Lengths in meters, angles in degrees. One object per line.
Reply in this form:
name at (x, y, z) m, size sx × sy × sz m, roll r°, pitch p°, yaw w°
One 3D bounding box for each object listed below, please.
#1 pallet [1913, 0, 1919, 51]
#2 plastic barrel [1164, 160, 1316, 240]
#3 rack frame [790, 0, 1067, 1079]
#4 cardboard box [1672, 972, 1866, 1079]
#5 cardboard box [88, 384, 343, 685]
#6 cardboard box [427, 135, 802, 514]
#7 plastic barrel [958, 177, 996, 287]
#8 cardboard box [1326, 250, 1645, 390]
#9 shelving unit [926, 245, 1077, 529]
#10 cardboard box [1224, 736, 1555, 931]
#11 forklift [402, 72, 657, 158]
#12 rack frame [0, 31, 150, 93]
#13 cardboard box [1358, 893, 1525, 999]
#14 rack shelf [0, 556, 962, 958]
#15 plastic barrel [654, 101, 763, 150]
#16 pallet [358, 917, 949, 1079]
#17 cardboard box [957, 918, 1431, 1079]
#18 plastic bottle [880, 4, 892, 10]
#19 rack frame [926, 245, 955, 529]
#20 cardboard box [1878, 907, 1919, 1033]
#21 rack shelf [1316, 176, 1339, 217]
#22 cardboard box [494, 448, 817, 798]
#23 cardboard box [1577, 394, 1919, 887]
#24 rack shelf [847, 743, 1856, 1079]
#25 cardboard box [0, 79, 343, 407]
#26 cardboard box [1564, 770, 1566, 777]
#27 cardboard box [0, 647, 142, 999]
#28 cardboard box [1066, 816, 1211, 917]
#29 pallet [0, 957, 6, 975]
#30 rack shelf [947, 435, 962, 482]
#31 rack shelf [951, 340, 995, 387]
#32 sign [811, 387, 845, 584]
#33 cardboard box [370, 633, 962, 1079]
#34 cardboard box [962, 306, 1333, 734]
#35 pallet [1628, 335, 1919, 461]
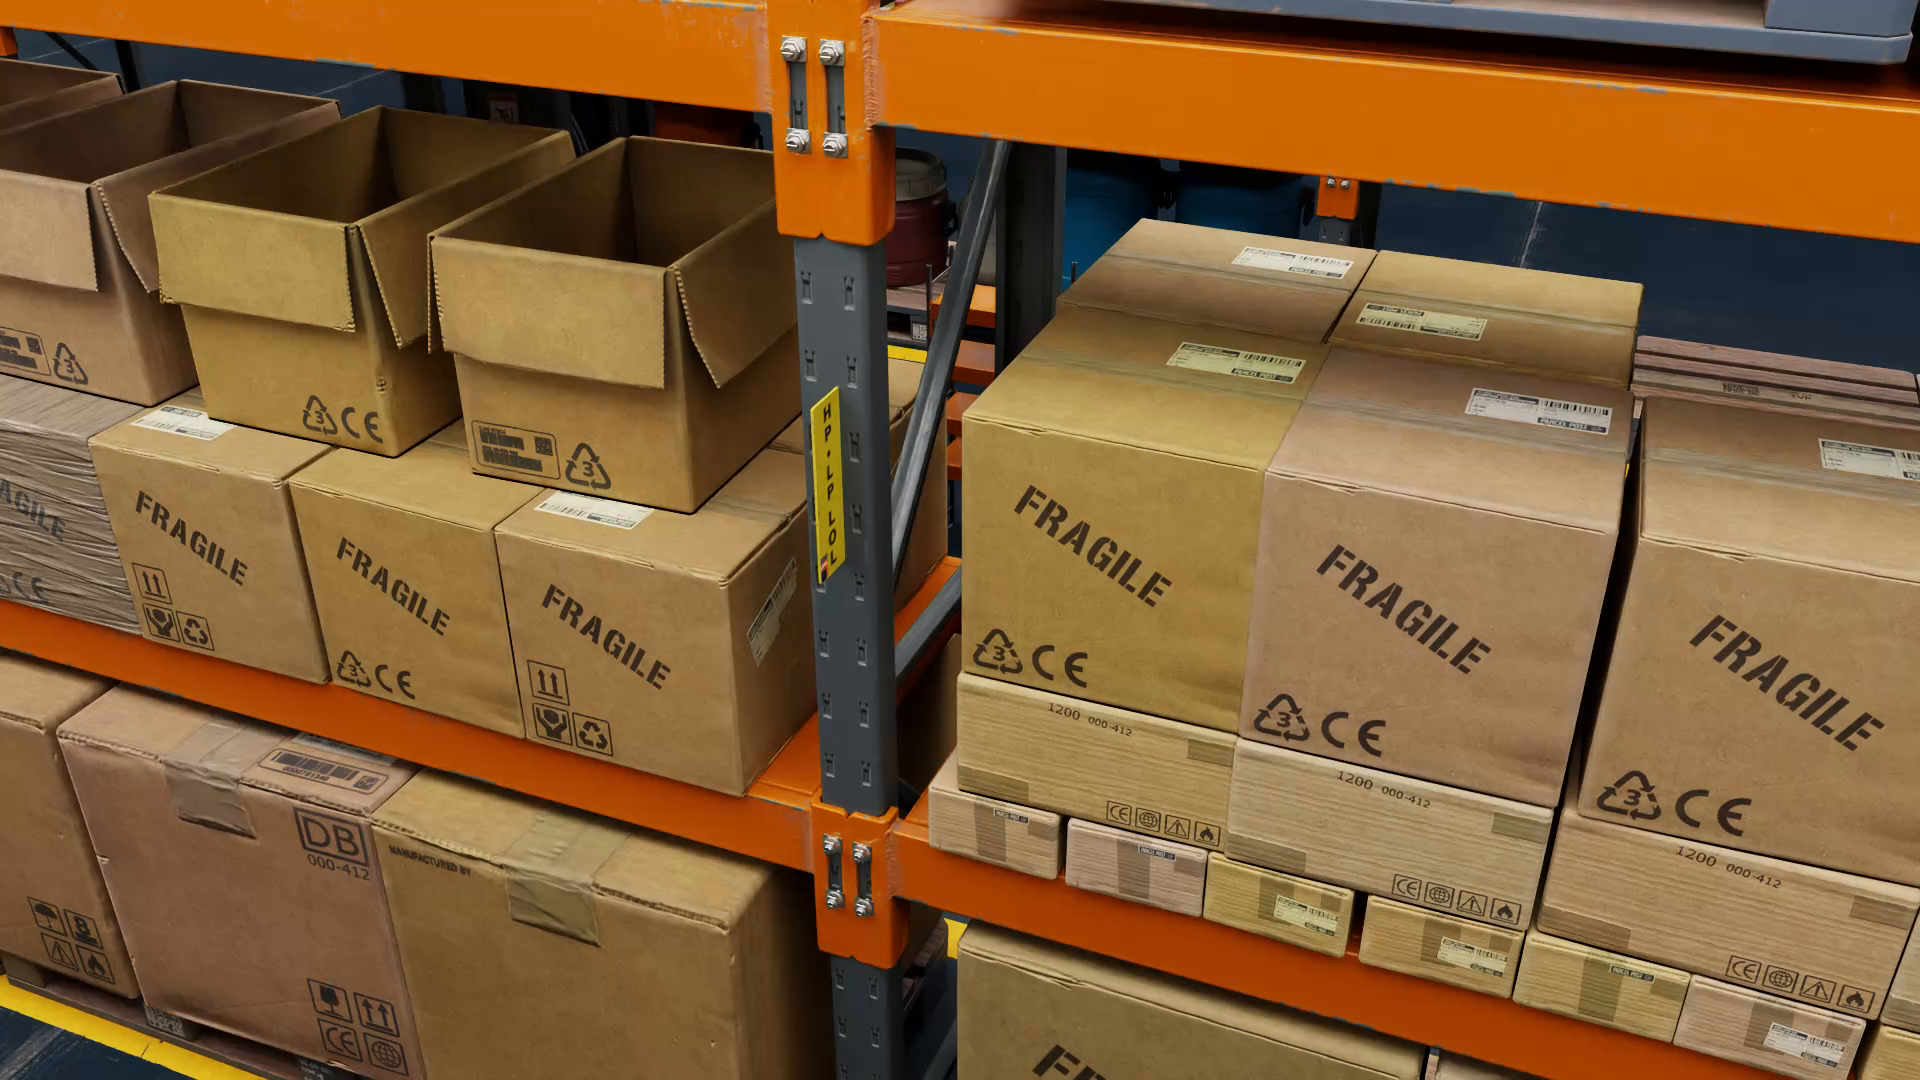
pallet at (1.859, -0.753, 2.076) m, size 1.213 × 0.211 × 1.003 m, roll 11°, pitch 31°, yaw 19°
plastic barrel at (1.343, -1.505, 8.069) m, size 0.708 × 0.901 × 0.600 m, roll 11°, pitch 31°, yaw 19°
rack frame at (-0.022, 0.132, 3.469) m, size 0.127 × 3.000 × 1.000 m, roll 11°, pitch 31°, yaw 19°
cardboard box at (1.329, 0.687, 2.742) m, size 0.250 × 0.149 × 0.380 m, roll 12°, pitch 32°, yaw 20°
cardboard box at (-1.500, -0.062, 3.710) m, size 0.500 × 0.500 × 0.500 m, roll 11°, pitch 31°, yaw 19°
cardboard box at (-0.617, -0.463, 3.400) m, size 0.637 × 0.503 × 0.797 m, roll 10°, pitch 31°, yaw 18°
plastic barrel at (0.197, -1.611, 8.654) m, size 0.421 × 0.512 × 0.421 m, roll 0°, pitch 29°, yaw 0°
cardboard box at (0.968, -0.201, 3.146) m, size 0.500 × 0.500 × 0.500 m, roll 12°, pitch 31°, yaw 20°
shelving unit at (0.153, -0.492, 6.401) m, size 0.503 × 1.200 × 0.258 m, roll 11°, pitch 31°, yaw 19°
cardboard box at (0.774, 0.368, 2.901) m, size 0.500 × 0.250 × 0.500 m, roll 11°, pitch 31°, yaw 19°
forklift at (-1.976, -1.470, 6.371) m, size 3.031 × 2.935 × 1.130 m, roll 6°, pitch 30°, yaw 11°
rack frame at (-5.573, -3.607, 10.083) m, size 0.127 × 3.000 × 1.000 m, roll 11°, pitch 31°, yaw 19°
cardboard box at (0.859, 0.592, 2.909) m, size 0.250 × 0.149 × 0.380 m, roll 10°, pitch 31°, yaw 18°
rack shelf at (-1.875, 0.075, 4.300) m, size 4.000 × 0.370 × 1.077 m, roll 11°, pitch 31°, yaw 19°
plastic barrel at (-1.406, -2.022, 9.058) m, size 0.708 × 0.830 × 0.600 m, roll 11°, pitch 31°, yaw 19°
pallet at (-0.765, 1.237, 4.347) m, size 1.213 × 0.211 × 1.003 m, roll 11°, pitch 31°, yaw 19°
cardboard box at (0.560, 1.032, 3.608) m, size 0.875 × 0.875 × 0.875 m, roll 11°, pitch 31°, yaw 19°
plastic bottle at (-0.385, -2.702, 8.683) m, size 0.097 × 0.201 × 0.097 m, roll 0°, pitch 29°, yaw 0°
rack frame at (-0.073, -0.537, 6.480) m, size 0.015 × 1.200 × 0.240 m, roll 11°, pitch 31°, yaw 19°
cardboard box at (1.710, 0.556, 2.568) m, size 0.500 × 0.250 × 0.500 m, roll 11°, pitch 31°, yaw 19°
rack shelf at (-0.013, -2.184, 8.296) m, size 4.000 × 0.370 × 1.077 m, roll 11°, pitch 31°, yaw 19°
cardboard box at (-0.558, 0.126, 3.377) m, size 0.500 × 0.500 × 0.500 m, roll 11°, pitch 31°, yaw 19°
cardboard box at (1.263, 0.135, 2.551) m, size 0.500 × 0.500 × 0.500 m, roll 10°, pitch 31°, yaw 18°
rack shelf at (1.832, 0.815, 2.991) m, size 4.000 × 0.370 × 1.077 m, roll 11°, pitch 31°, yaw 19°
cardboard box at (-1.830, -0.703, 3.825) m, size 0.637 × 0.503 × 0.797 m, roll 12°, pitch 32°, yaw 21°
cardboard box at (1.338, 0.338, 3.359) m, size 0.250 × 0.149 × 0.380 m, roll 12°, pitch 32°, yaw 20°
cardboard box at (-2.273, 0.439, 4.657) m, size 0.875 × 0.875 × 1.225 m, roll 11°, pitch 31°, yaw 19°
cardboard box at (0.371, 0.496, 3.080) m, size 0.250 × 0.149 × 0.380 m, roll 10°, pitch 31°, yaw 17°
pallet at (-3.026, 0.786, 5.145) m, size 1.213 × 0.211 × 1.003 m, roll 11°, pitch 31°, yaw 19°
rack shelf at (0.153, -0.260, 6.531) m, size 0.480 × 0.148 × 0.258 m, roll 11°, pitch 31°, yaw 19°
rack shelf at (0.153, -0.628, 6.324) m, size 0.480 × 0.148 × 0.258 m, roll 11°, pitch 31°, yaw 19°
sign at (-0.217, -0.089, 2.762) m, size 0.005 × 0.325 × 0.100 m, roll 11°, pitch 31°, yaw 19°
cardboard box at (-0.622, 0.764, 4.082) m, size 0.875 × 0.875 × 1.225 m, roll 11°, pitch 31°, yaw 19°
cardboard box at (0.326, -0.054, 2.885) m, size 0.500 × 0.500 × 0.500 m, roll 11°, pitch 31°, yaw 19°
pallet at (3.671, -0.570, 7.543) m, size 1.213 × 0.211 × 1.003 m, roll 11°, pitch 31°, yaw 19°
